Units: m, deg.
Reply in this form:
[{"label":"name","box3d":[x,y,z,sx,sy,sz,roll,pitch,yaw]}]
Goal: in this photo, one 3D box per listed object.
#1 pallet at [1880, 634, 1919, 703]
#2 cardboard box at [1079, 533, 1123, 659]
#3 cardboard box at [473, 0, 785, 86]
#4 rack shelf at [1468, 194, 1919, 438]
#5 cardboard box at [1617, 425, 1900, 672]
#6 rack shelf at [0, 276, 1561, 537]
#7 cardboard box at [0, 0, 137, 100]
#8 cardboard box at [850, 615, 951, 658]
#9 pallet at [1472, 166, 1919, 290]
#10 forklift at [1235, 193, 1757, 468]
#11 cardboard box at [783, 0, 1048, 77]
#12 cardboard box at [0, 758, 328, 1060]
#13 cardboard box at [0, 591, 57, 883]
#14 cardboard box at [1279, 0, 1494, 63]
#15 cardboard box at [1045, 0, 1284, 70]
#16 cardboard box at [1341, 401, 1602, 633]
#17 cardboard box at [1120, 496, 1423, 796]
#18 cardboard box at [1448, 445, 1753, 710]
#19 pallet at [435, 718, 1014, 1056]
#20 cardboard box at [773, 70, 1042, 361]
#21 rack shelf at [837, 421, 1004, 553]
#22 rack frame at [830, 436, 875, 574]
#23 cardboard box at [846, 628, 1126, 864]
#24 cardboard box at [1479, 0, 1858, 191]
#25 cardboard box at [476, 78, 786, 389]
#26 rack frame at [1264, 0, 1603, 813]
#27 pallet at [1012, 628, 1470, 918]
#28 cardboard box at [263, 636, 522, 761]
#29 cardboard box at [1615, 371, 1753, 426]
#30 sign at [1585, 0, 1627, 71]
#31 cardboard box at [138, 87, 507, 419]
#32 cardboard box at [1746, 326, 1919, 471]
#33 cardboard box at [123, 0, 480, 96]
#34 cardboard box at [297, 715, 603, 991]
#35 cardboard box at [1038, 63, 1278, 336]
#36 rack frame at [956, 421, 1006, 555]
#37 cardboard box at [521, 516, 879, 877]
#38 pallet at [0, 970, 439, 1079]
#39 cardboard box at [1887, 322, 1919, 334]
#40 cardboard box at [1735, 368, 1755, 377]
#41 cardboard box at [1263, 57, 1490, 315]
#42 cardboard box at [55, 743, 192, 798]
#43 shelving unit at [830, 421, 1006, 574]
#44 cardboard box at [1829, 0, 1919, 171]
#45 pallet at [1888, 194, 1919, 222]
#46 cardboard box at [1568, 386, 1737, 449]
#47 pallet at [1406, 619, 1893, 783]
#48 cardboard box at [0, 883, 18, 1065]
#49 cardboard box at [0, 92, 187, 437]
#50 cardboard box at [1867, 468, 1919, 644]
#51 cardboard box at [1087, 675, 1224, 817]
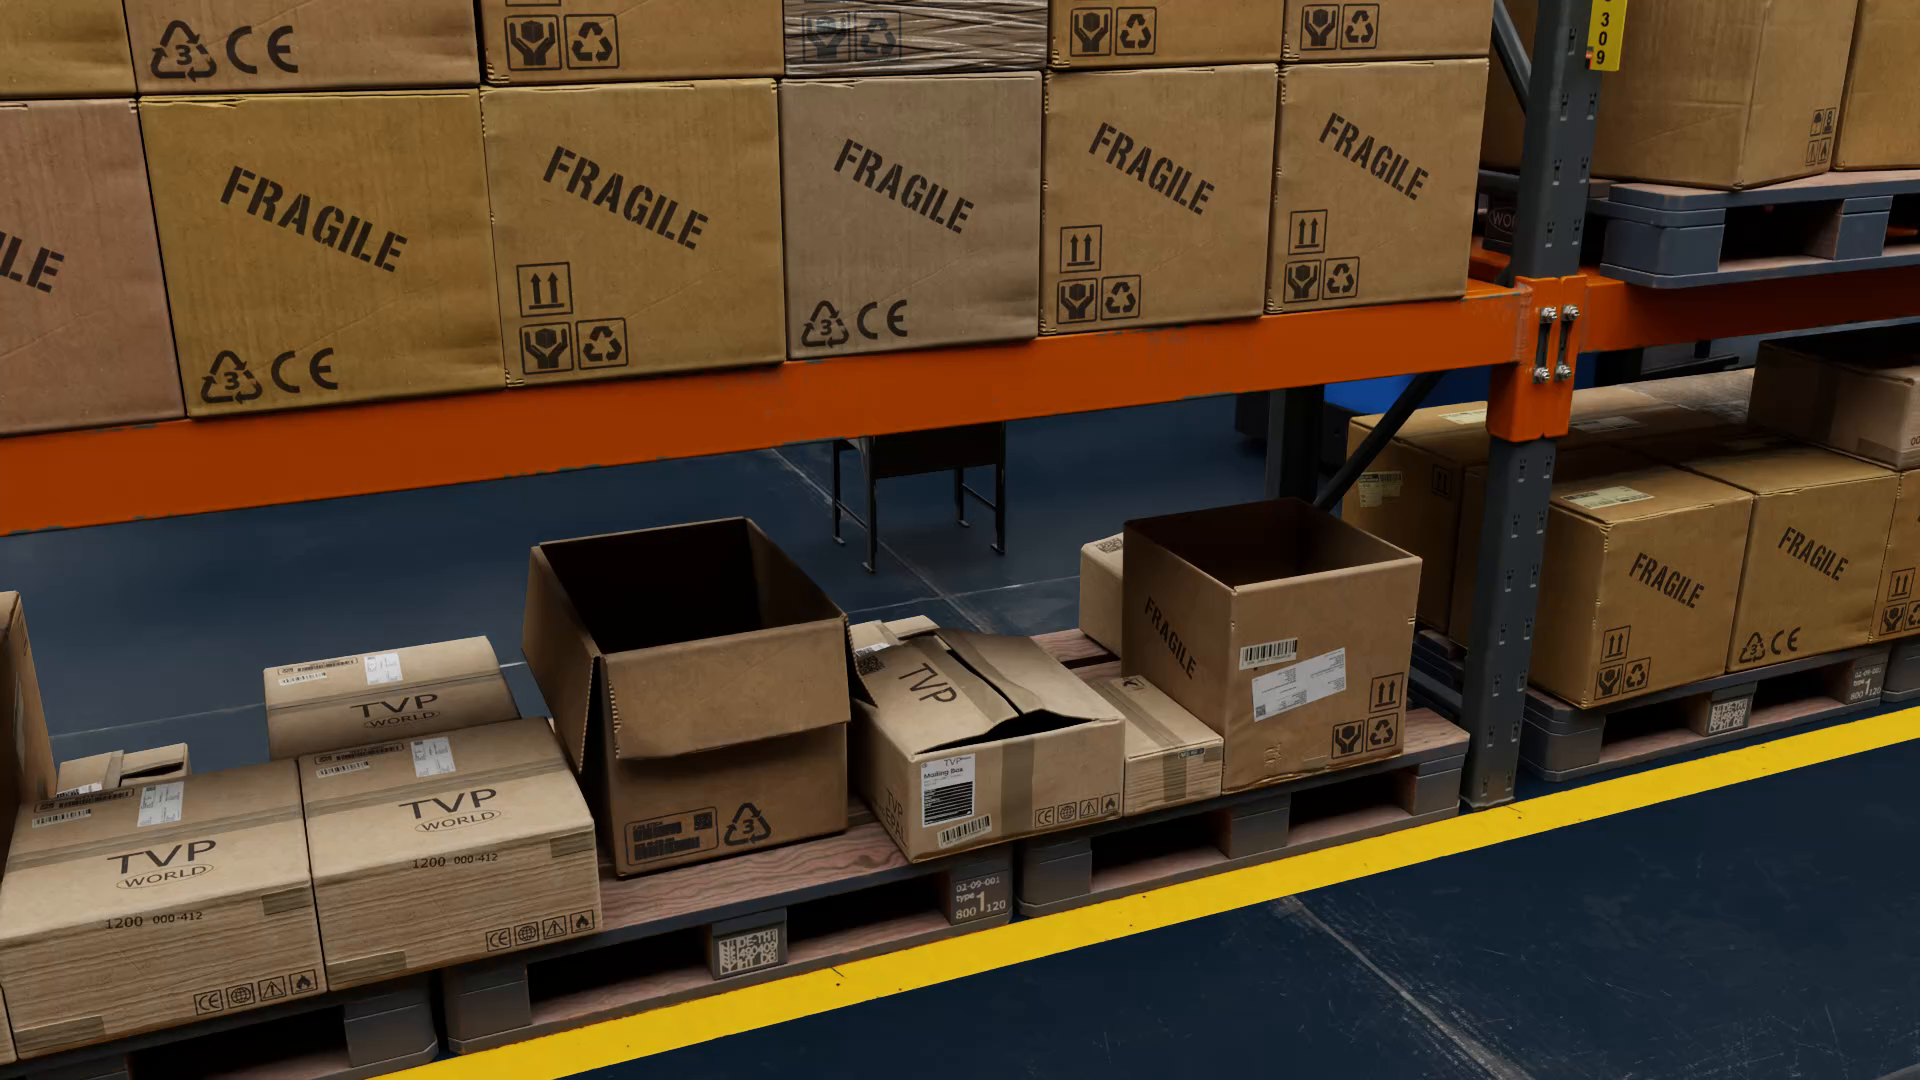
[{"label":"pallet","box3d":[2.982,0.134,5.325,1.213,0.211,1.003,-8,21,-22]},{"label":"cardboard box","box3d":[0.657,0.149,4.469,0.500,0.311,0.500,-8,21,-22]},{"label":"cardboard box","box3d":[-0.628,-1.074,2.901,0.500,0.500,0.500,-8,21,-22]},{"label":"rack shelf","box3d":[2.965,-0.825,4.932,4.000,0.370,1.077,-8,21,-22]},{"label":"cardboard box","box3d":[2.154,0.007,4.586,0.500,0.500,0.500,-8,21,-21]},{"label":"rack shelf","box3d":[-0.708,-0.299,3.438,4.000,0.370,1.077,-8,21,-22]},{"label":"cardboard box","box3d":[-1.556,-0.943,2.528,0.500,0.500,0.500,-8,21,-21]},{"label":"cardboard box","box3d":[-0.133,0.334,4.162,0.250,0.166,0.380,-8,21,-22]},{"label":"pallet","box3d":[1.905,-0.883,4.301,1.213,0.211,1.003,-8,21,-22]},{"label":"forklift","box3d":[2.709,-1.920,7.062,3.031,2.935,1.130,-12,22,-30]},{"label":"cardboard box","box3d":[-0.165,-1.140,3.088,0.500,0.500,0.500,-8,21,-21]},{"label":"cardboard box","box3d":[-1.474,0.663,3.099,0.500,0.250,0.500,-8,21,-22]},{"label":"cardboard box","box3d":[-2.143,0.450,3.330,0.500,0.500,0.500,-8,21,-22]},{"label":"cardboard box","box3d":[0.767,-1.275,3.470,0.500,0.500,0.500,-8,21,-22]},{"label":"cardboard box","box3d":[0.297,-1.206,3.276,0.500,0.500,0.500,-9,21,-23]},{"label":"cardboard box","box3d":[1.468,-0.082,4.840,0.500,0.500,0.500,-8,21,-22]},{"label":"cardboard box","box3d":[0.718,0.232,3.949,0.500,0.500,0.500,-8,21,-22]},{"label":"cardboard box","box3d":[1.669,0.081,4.377,0.500,0.500,0.500,-9,21,-24]},{"label":"pallet","box3d":[-0.624,0.666,3.813,1.213,0.211,1.003,-8,21,-22]},{"label":"cardboard box","box3d":[-0.173,-0.668,3.252,0.500,0.500,0.500,-8,21,-21]},{"label":"rack shelf","box3d":[-0.152,-0.295,5.848,0.480,0.518,0.431,-8,21,-22]},{"label":"rack frame","box3d":[-0.376,-0.937,5.520,0.015,2.100,0.400,-8,21,-22]},{"label":"cardboard box","box3d":[0.029,0.419,3.700,0.500,0.311,0.500,-8,21,-22]},{"label":"cardboard box","box3d":[1.652,-1.141,3.962,0.500,0.500,0.700,-17,26,-40]},{"label":"cardboard box","box3d":[-0.639,-0.600,3.059,0.500,0.500,0.500,-8,21,-21]},{"label":"rack frame","box3d":[1.128,-0.901,4.065,0.127,3.000,1.000,-8,21,-22]},{"label":"pallet","box3d":[0.497,0.504,4.273,1.213,0.211,1.003,-8,21,-22]},{"label":"cardboard box","box3d":[-1.259,0.452,3.700,0.500,0.250,0.500,-8,21,-22]},{"label":"cardboard box","box3d":[2.386,-0.210,5.205,0.500,0.500,0.500,-8,21,-21]},{"label":"sign","box3d":[1.350,-1.145,3.455,0.005,0.325,0.100,-8,21,-22]},{"label":"cardboard box","box3d":[-1.099,-0.535,2.874,0.500,0.500,0.500,-8,21,-22]},{"label":"cardboard box","box3d":[2.587,-0.404,4.626,0.500,0.250,0.500,-8,21,-22]},{"label":"cardboard box","box3d":[-1.094,-1.007,2.710,0.500,0.500,0.500,-8,21,-21]},{"label":"cardboard box","box3d":[-1.015,0.598,3.286,0.500,0.250,0.500,-8,21,-22]},{"label":"cardboard box","box3d":[0.298,-0.736,3.446,0.500,0.500,0.500,-8,21,-20]},{"label":"rack frame","box3d":[0.072,-1.001,5.703,0.015,2.100,0.400,-8,21,-22]},{"label":"cardboard box","box3d":[-0.595,0.317,3.701,0.637,0.503,0.797,-8,21,-22]},{"label":"pallet","box3d":[-1.743,0.825,3.361,1.213,0.211,1.003,-8,21,-22]},{"label":"cardboard box","box3d":[3.048,-0.471,4.814,0.500,0.250,0.500,-9,21,-23]},{"label":"cardboard box","box3d":[2.852,-0.278,5.396,0.500,0.500,0.500,-9,21,-24]},{"label":"cardboard box","box3d":[0.771,-0.805,3.640,0.500,0.500,0.500,-8,21,-21]},{"label":"cardboard box","box3d":[-1.735,0.581,3.458,0.250,0.166,0.380,-8,21,-22]},{"label":"shelving unit","box3d":[-0.152,-0.969,5.611,0.503,2.100,0.431,-8,21,-22]},{"label":"cardboard box","box3d":[2.258,-1.251,4.274,0.500,0.500,0.700,-5,20,-13]},{"label":"pallet","box3d":[3.017,-1.080,4.861,1.213,0.211,1.003,-8,21,-22]},{"label":"cardboard box","box3d":[1.925,-0.145,5.018,0.500,0.500,0.500,-8,21,-22]},{"label":"pallet","box3d":[1.860,0.295,4.865,1.213,0.211,1.003,-8,21,-22]},{"label":"cardboard box","box3d":[-1.794,0.771,2.921,0.250,0.166,0.380,-8,21,-22]},{"label":"cardboard box","box3d":[-1.561,-0.470,2.689,0.500,0.500,0.500,-8,21,-22]},{"label":"cardboard box","box3d":[2.616,-0.056,4.766,0.500,0.500,0.500,-8,21,-21]},{"label":"cardboard box","box3d":[0.397,0.465,3.815,0.250,0.149,0.380,-8,21,-22]}]
